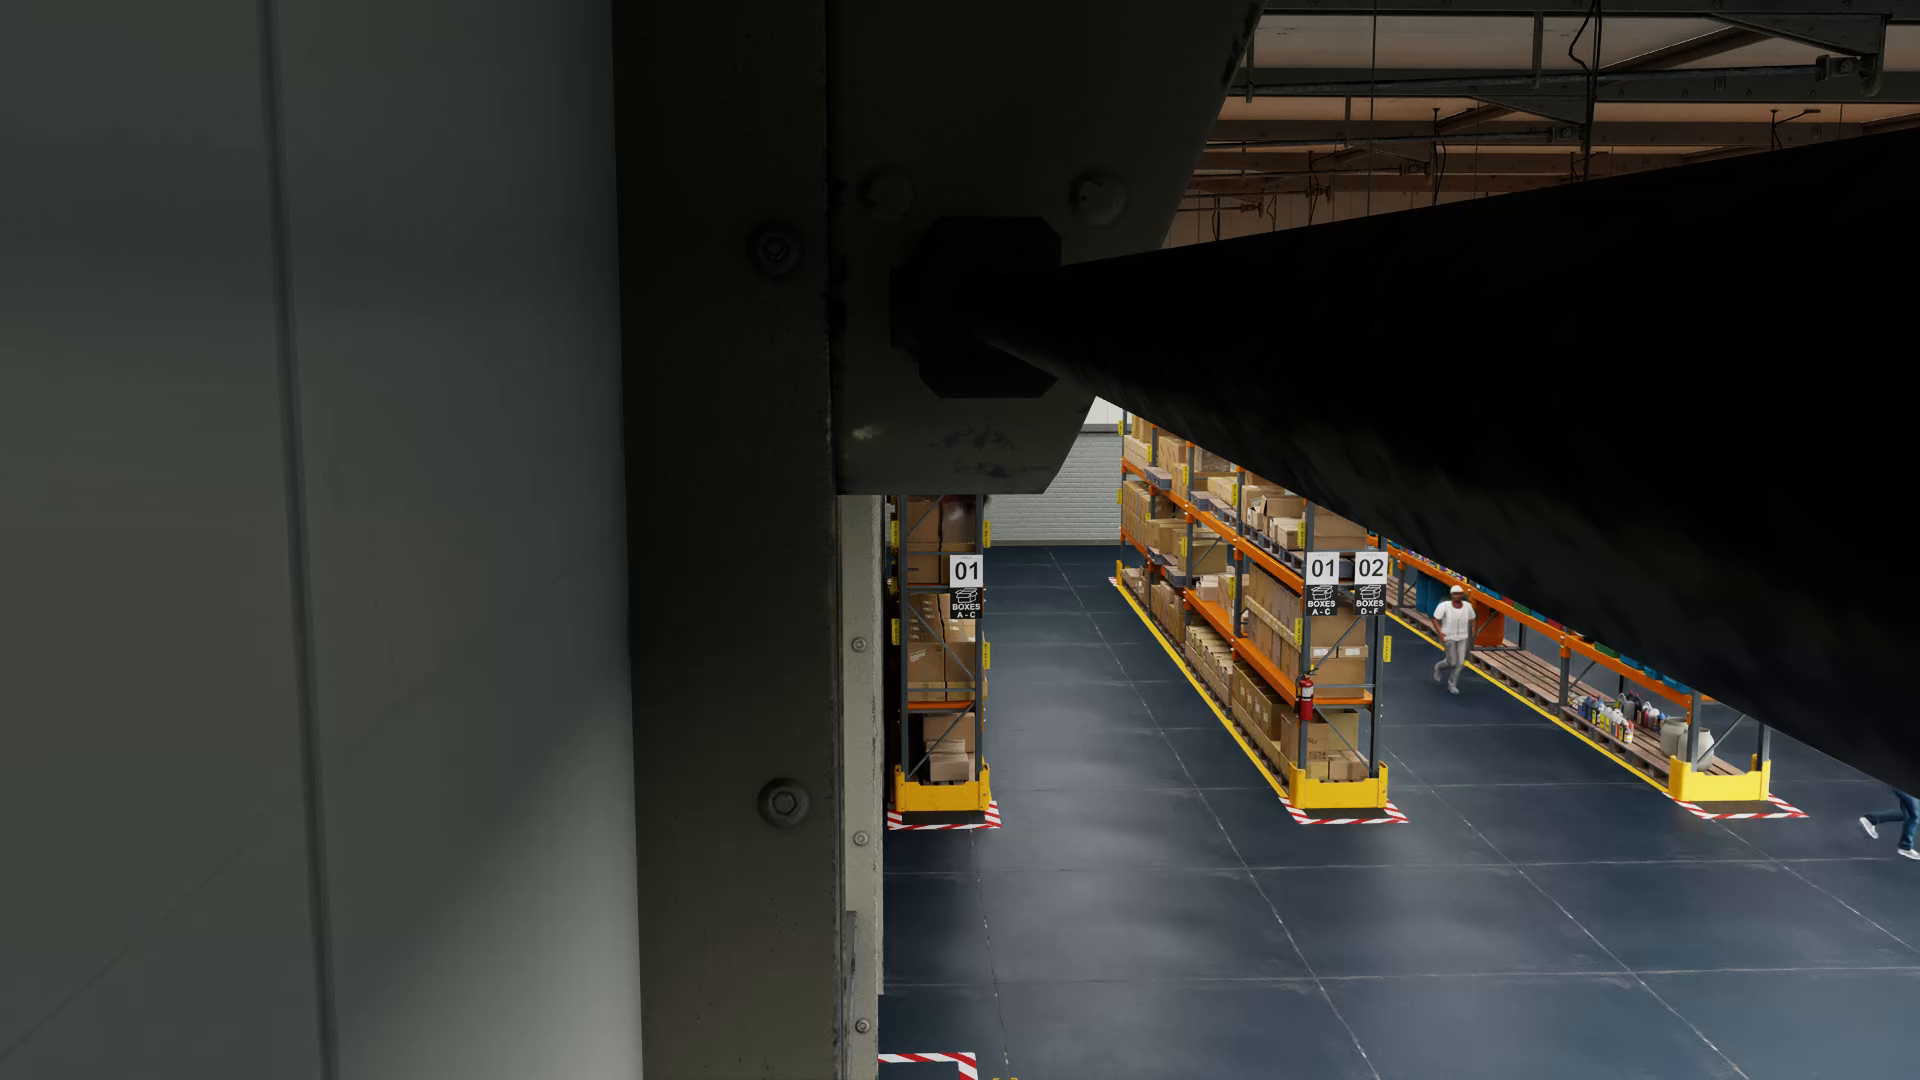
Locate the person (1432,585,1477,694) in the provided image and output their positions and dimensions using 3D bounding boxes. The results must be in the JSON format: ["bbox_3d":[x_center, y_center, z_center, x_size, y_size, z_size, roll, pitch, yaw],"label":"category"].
[{"bbox_3d":[7.925,1.569,26.622,0.691,1.734,0.632,-1,8,-4],"label":"person"}]

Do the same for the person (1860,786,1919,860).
[{"bbox_3d":[10.614,2.795,18.846,0.684,1.591,0.536,7,11,40],"label":"person"}]
